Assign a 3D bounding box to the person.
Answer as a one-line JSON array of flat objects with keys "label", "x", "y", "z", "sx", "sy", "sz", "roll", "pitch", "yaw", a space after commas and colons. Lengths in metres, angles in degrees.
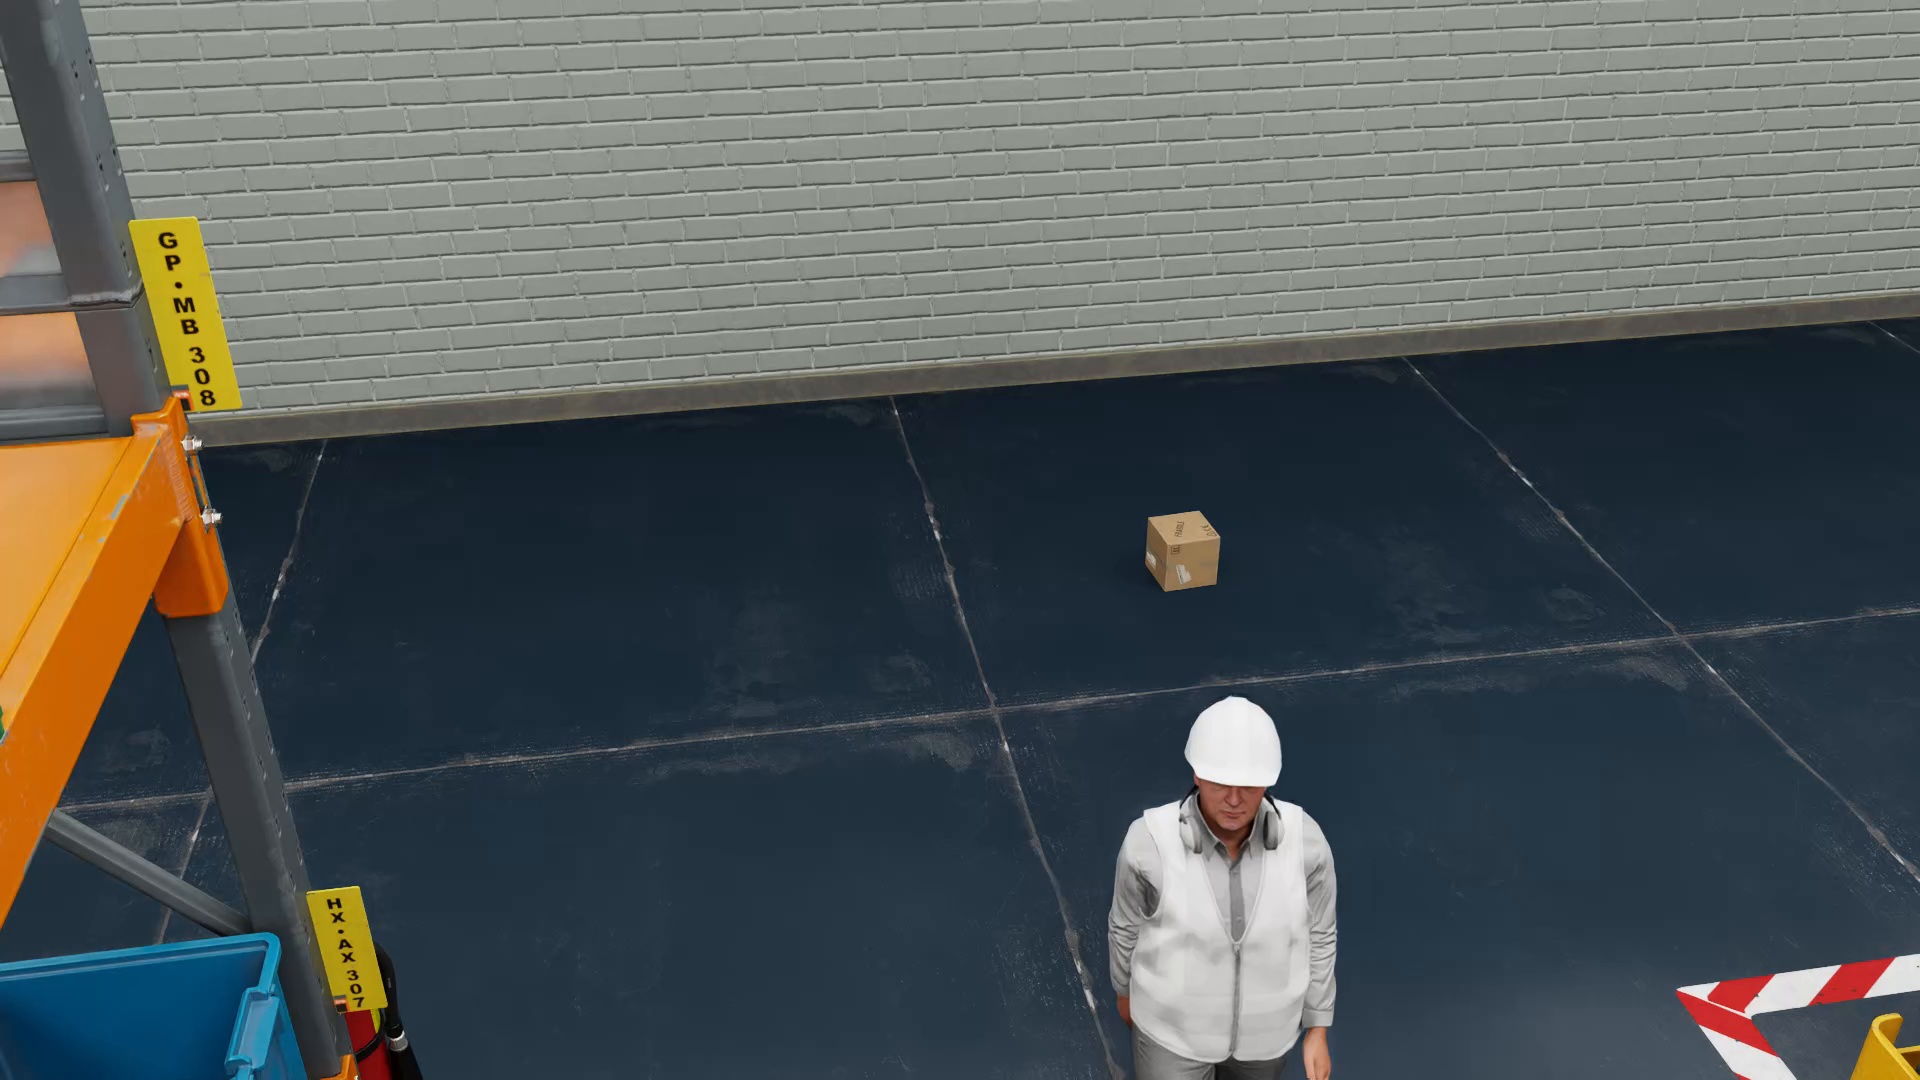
[{"label": "person", "x": 0.643, "y": 1.168, "z": 4.126, "sx": 0.538, "sy": 1.736, "sz": 0.970, "roll": -3, "pitch": 31, "yaw": -4}]
